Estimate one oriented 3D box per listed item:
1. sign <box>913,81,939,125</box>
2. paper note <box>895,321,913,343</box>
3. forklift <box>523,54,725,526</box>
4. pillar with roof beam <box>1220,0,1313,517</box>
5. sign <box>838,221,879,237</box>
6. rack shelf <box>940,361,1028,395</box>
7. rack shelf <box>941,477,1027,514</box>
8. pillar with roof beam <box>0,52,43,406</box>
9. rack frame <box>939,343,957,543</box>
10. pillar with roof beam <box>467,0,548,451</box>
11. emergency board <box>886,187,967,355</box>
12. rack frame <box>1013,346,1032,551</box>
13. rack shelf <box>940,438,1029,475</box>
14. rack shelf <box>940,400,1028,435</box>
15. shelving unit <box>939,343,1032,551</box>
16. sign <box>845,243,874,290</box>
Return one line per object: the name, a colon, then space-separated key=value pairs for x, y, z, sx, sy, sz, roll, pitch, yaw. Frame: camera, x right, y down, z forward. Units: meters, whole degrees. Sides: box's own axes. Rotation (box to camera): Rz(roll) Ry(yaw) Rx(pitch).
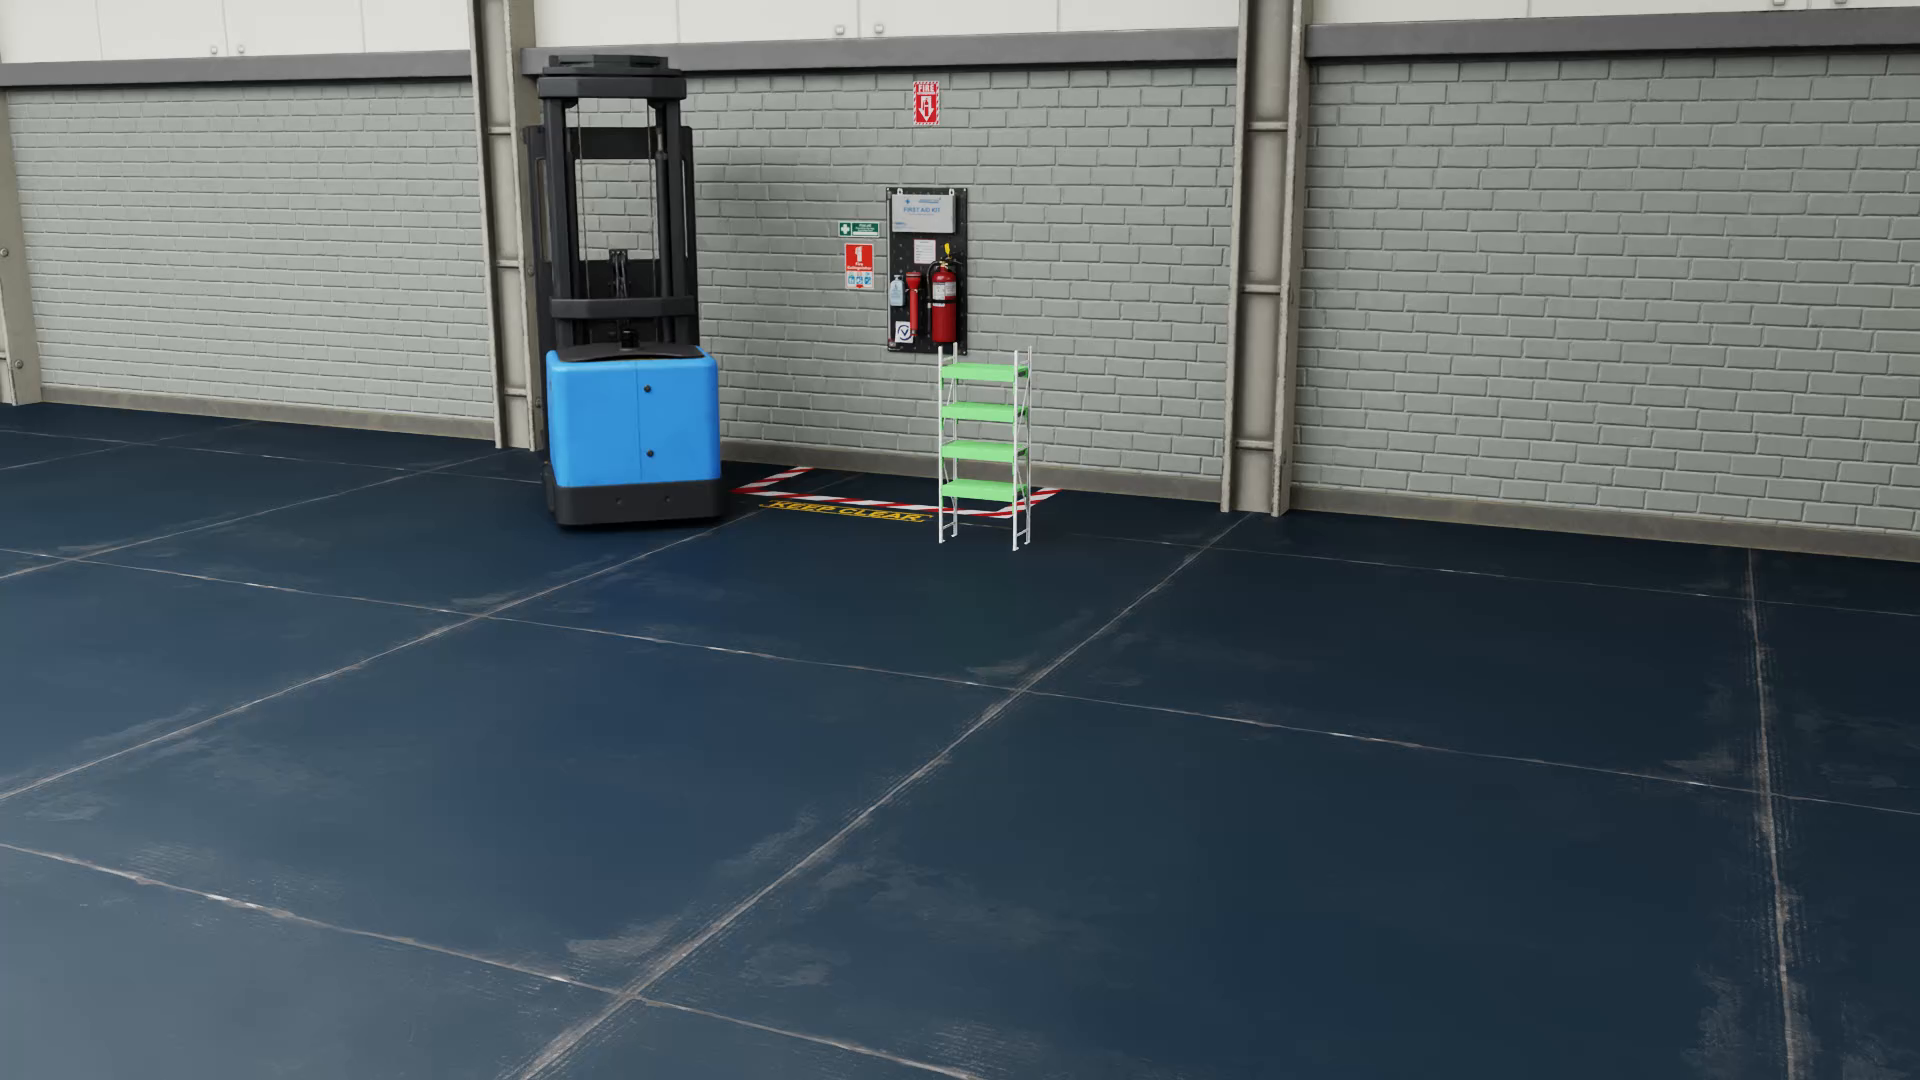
sign: x=-0.236 y=-3.051 z=11.615 sx=0.199 sy=0.298 sz=0.001 roll=6 pitch=14 yaw=23
paper note: x=-0.402 y=-1.503 z=12.020 sx=0.142 sy=0.148 sz=0.016 roll=6 pitch=14 yaw=23
forklift: x=-2.402 y=-1.807 z=11.542 sx=1.130 sy=2.935 sz=3.031 roll=-4 pitch=14 yaw=-16
pillar with roof beam: x=0.232 y=-3.685 z=6.263 sx=0.400 sy=9.000 sz=9.100 roll=6 pitch=14 yaw=23
sign: x=-0.732 y=-2.246 z=12.024 sx=0.331 sy=0.109 sz=0.001 roll=6 pitch=14 yaw=23
rack shelf: x=0.151 y=-0.974 z=9.957 sx=0.480 sy=0.148 sz=0.258 roll=6 pitch=14 yaw=23
rack shelf: x=0.151 y=-0.273 z=10.122 sx=0.480 sy=0.148 sz=0.258 roll=6 pitch=14 yaw=23
pillar with roof beam: x=-10.740 y=-4.796 z=10.995 sx=0.400 sy=9.000 sz=9.100 roll=6 pitch=14 yaw=23
rack frame: x=-0.072 y=-0.591 z=10.149 sx=0.015 sy=1.200 sz=0.240 roll=6 pitch=14 yaw=23
pillar with roof beam: x=-5.254 y=-4.241 z=8.629 sx=0.400 sy=9.000 sz=9.100 roll=6 pitch=14 yaw=23
emergency board: x=-0.269 y=-1.901 z=11.788 sx=0.643 sy=1.169 sz=0.194 roll=6 pitch=14 yaw=23
rack frame: x=0.374 y=-0.546 z=9.956 sx=0.015 sy=1.200 sz=0.240 roll=6 pitch=14 yaw=23
rack shelf: x=0.151 y=-0.507 z=10.067 sx=0.480 sy=0.148 sz=0.258 roll=6 pitch=14 yaw=23
rack shelf: x=0.151 y=-0.740 z=10.012 sx=0.480 sy=0.148 sz=0.258 roll=6 pitch=14 yaw=23
shelving unit: x=0.151 y=-0.569 z=10.052 sx=0.503 sy=1.200 sz=0.258 roll=6 pitch=14 yaw=23
sign: x=-0.732 y=-1.991 z=12.094 sx=0.234 sy=0.329 sz=0.001 roll=6 pitch=14 yaw=23
